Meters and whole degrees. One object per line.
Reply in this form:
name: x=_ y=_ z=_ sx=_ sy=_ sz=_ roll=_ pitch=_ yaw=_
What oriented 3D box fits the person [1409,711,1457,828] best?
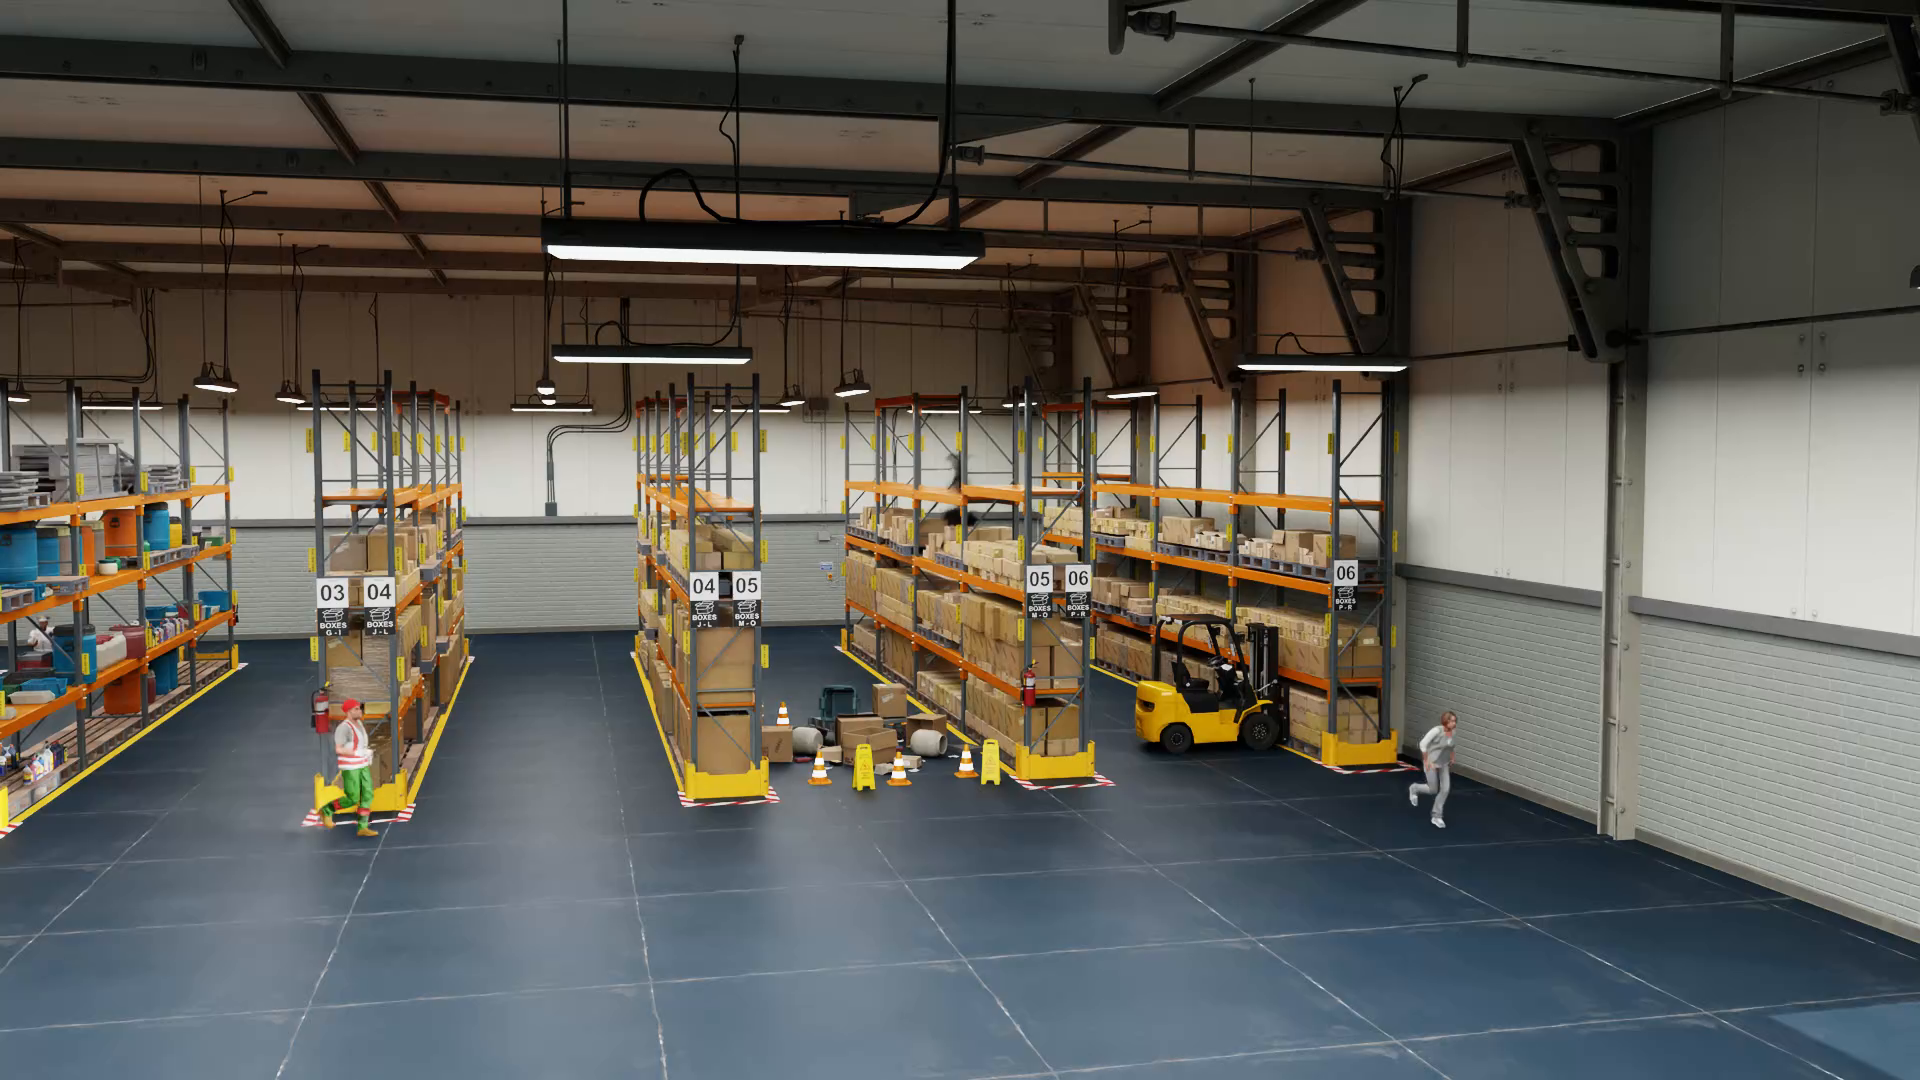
person: x=6.265 y=2.991 z=21.968 sx=0.538 sy=1.546 sz=0.761 roll=-2 pitch=4 yaw=-30

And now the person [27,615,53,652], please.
person: x=-17.804 y=2.321 z=32.388 sx=0.580 sy=1.763 sz=0.884 roll=-1 pitch=3 yaw=-16

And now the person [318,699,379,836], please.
person: x=-7.780 y=2.896 z=21.196 sx=0.790 sy=1.758 sz=0.658 roll=1 pitch=3 yaw=10
